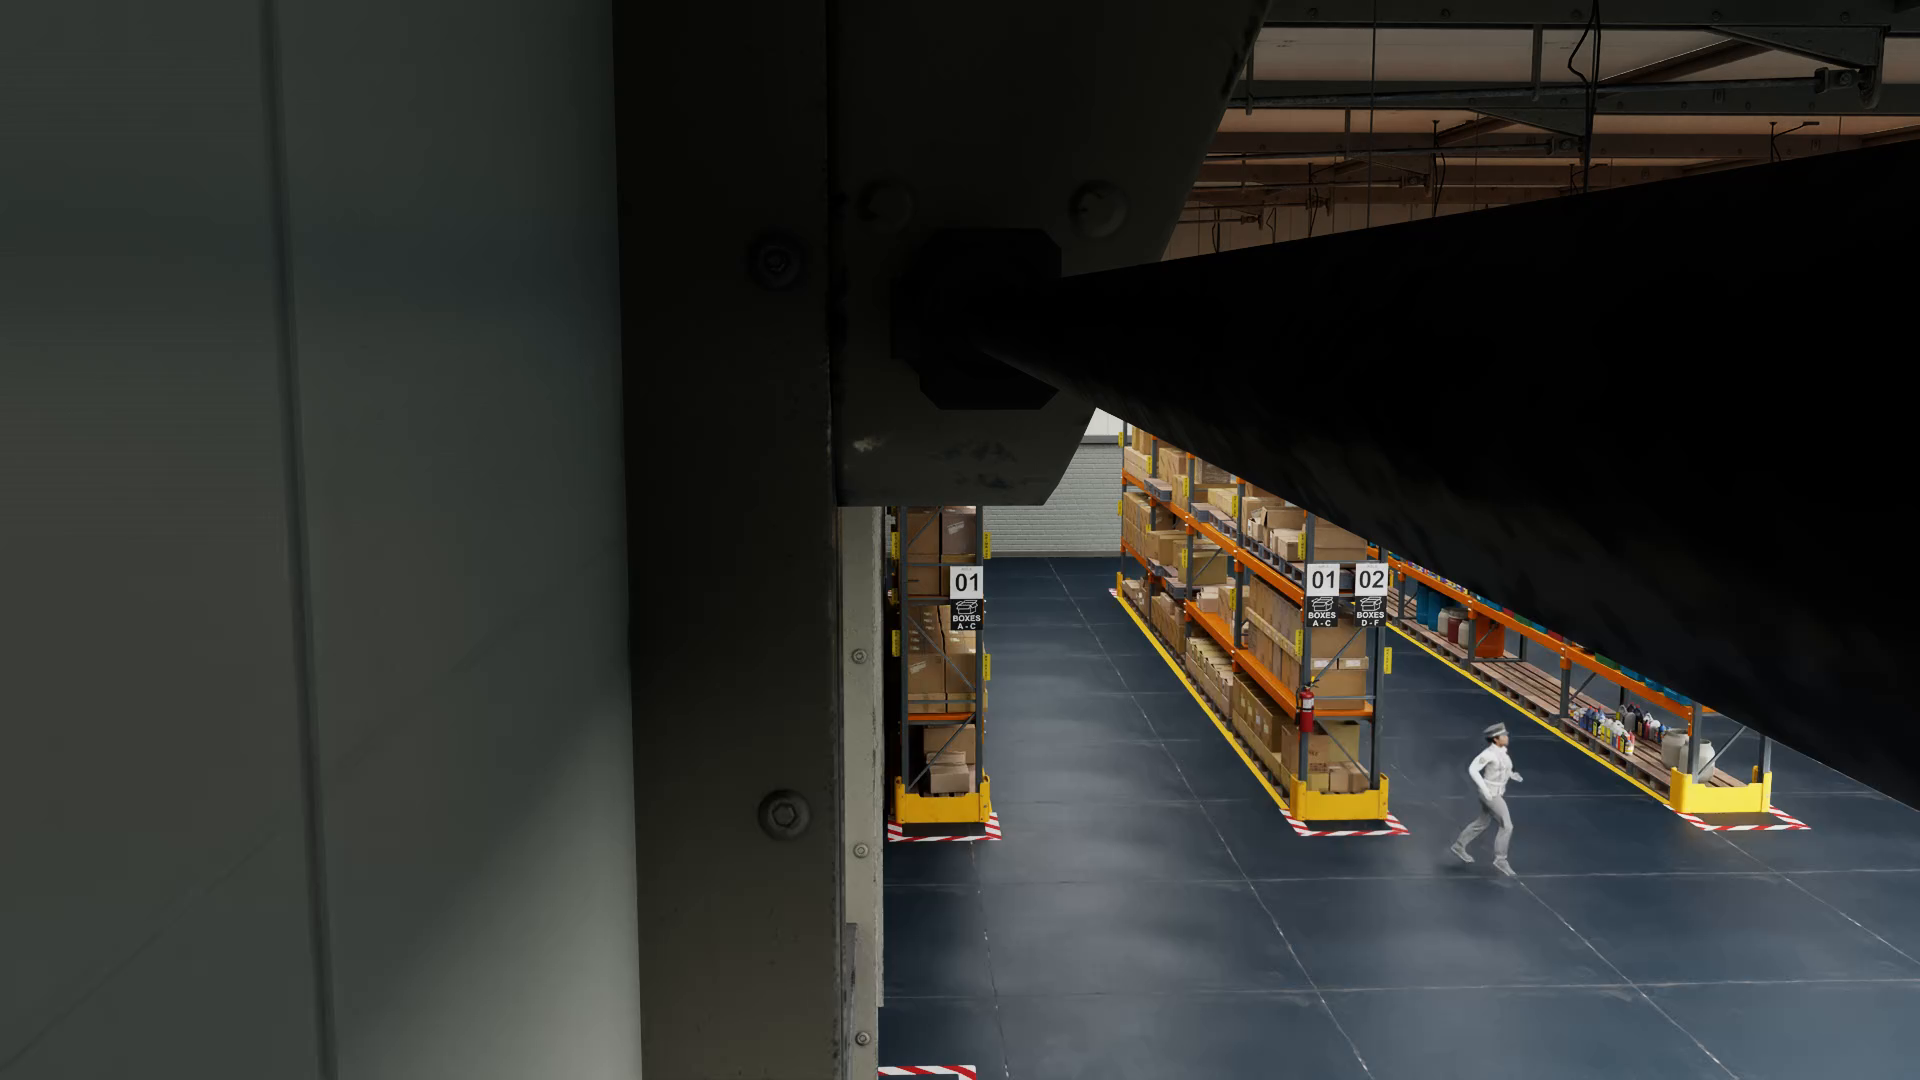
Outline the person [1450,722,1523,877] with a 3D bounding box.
[{"bbox_3d":[5.912,2.884,18.673,0.744,1.752,0.539,4,9,26],"label":"person"}]
